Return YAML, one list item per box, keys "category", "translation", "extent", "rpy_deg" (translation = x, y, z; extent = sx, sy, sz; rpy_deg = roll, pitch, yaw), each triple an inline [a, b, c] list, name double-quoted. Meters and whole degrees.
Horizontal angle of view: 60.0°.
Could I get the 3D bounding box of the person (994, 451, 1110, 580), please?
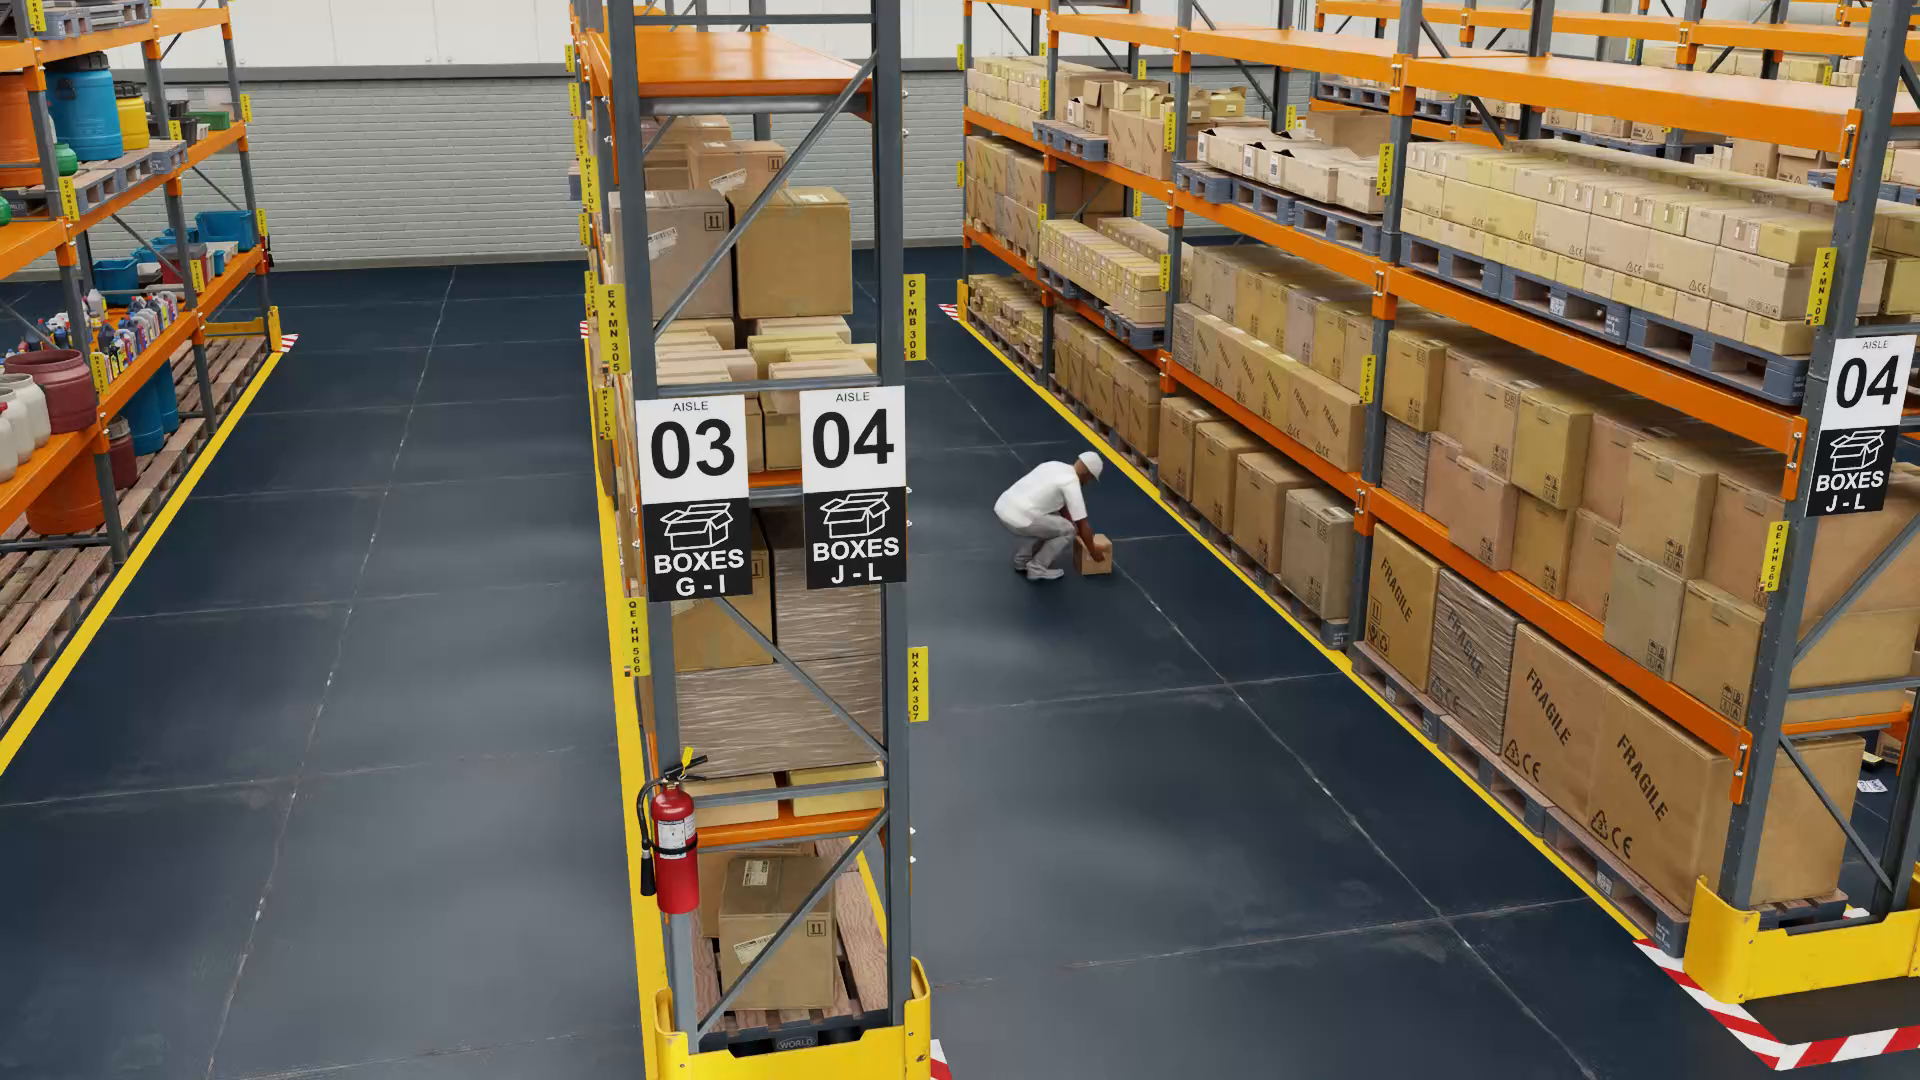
- category: "person"
  translation: [0.720, -0.212, 13.326]
  extent: [0.885, 0.975, 0.580]
  rpy_deg: [-5, 20, -13]
